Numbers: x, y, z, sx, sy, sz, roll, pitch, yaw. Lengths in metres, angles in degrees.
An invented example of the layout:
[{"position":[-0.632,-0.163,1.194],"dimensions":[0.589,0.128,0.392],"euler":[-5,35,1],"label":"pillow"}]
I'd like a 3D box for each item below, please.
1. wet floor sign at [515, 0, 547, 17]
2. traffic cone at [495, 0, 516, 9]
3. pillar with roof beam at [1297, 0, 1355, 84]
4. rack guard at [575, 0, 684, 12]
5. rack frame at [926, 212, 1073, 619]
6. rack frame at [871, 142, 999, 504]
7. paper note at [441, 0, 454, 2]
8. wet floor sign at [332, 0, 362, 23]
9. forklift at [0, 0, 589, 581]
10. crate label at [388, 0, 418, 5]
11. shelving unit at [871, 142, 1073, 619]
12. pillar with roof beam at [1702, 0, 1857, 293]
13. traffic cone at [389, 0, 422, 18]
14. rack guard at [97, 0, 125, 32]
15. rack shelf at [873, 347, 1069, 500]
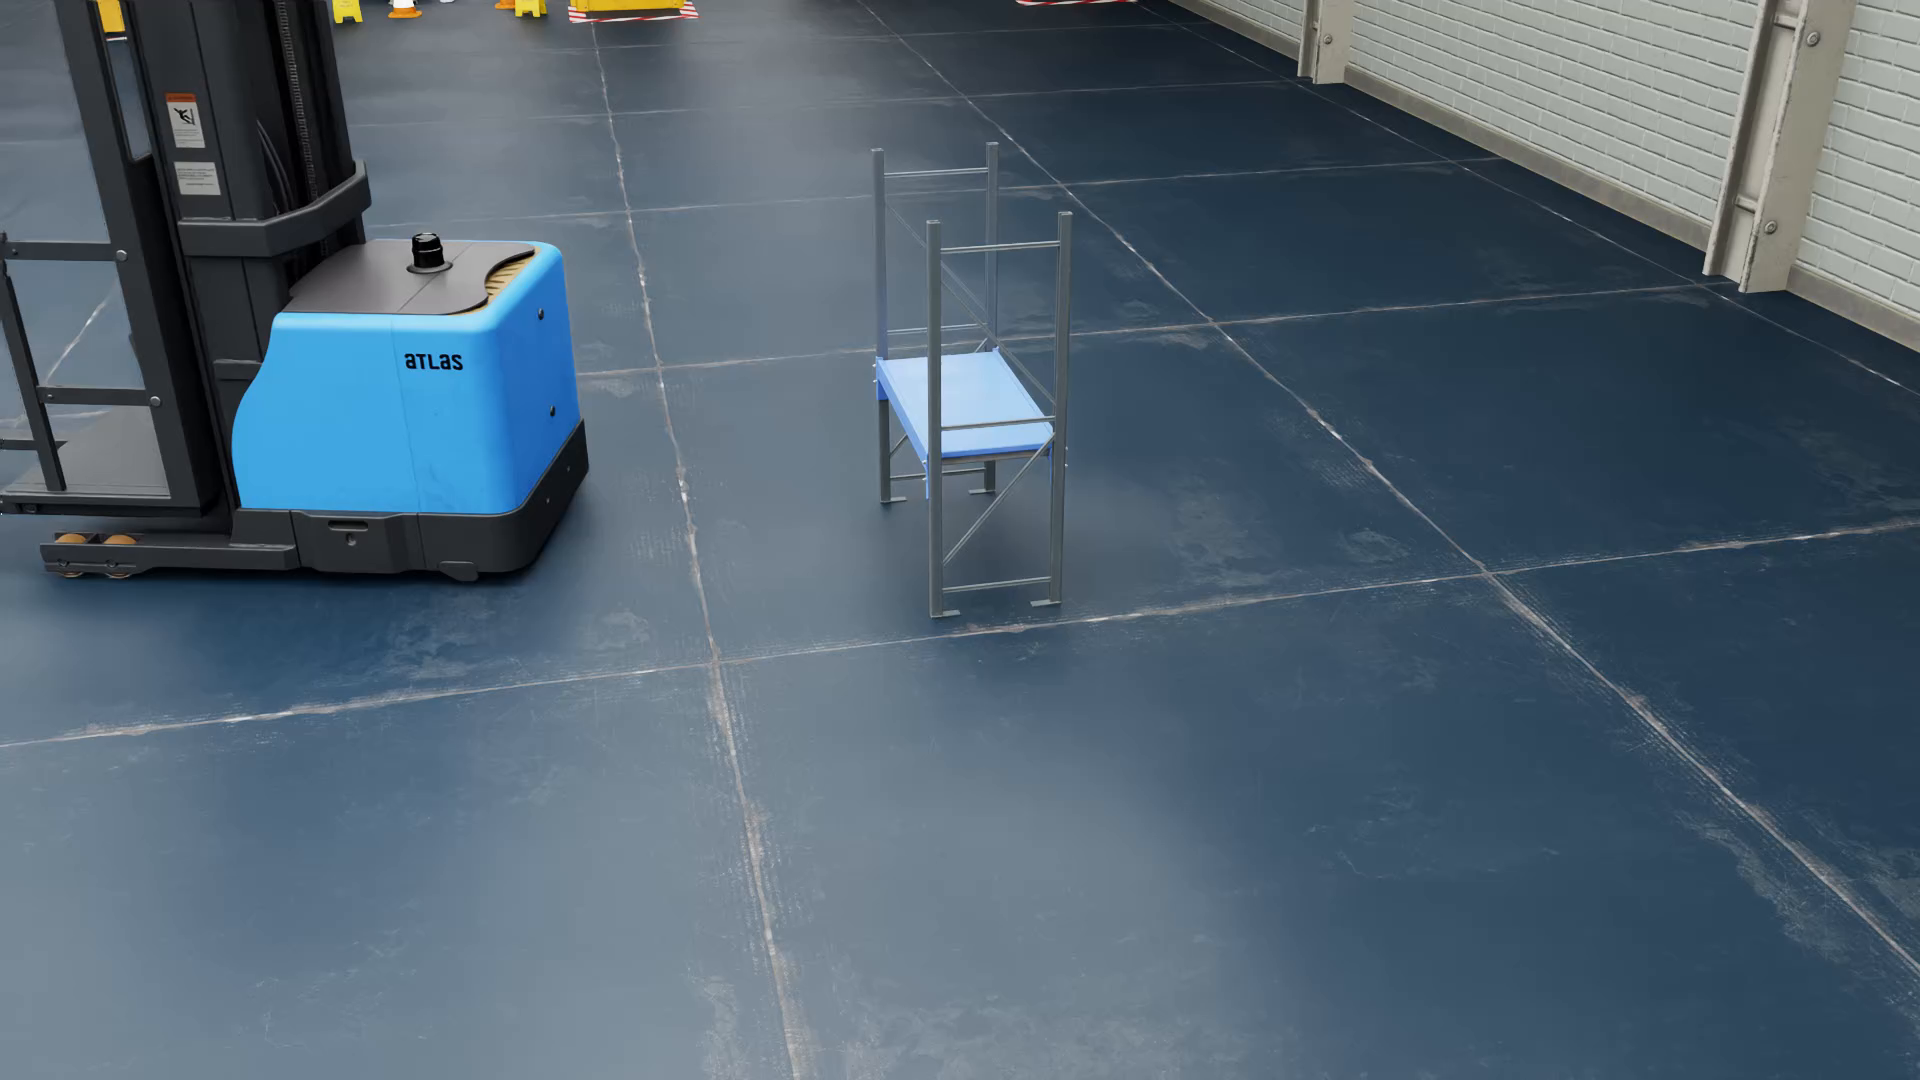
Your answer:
[{"position":[-4.647,-5.984,17.889],"dimensions":[0.267,0.644,0.232],"euler":[3,27,6],"label":"wet floor sign"},{"position":[-5.002,-6.152,18.425],"dimensions":[0.336,0.463,0.334],"euler":[-6,27,-12],"label":"traffic cone"},{"position":[-0.934,-7.737,12.091],"dimensions":[9.100,9.000,0.400],"euler":[-6,27,-12],"label":"pillar with roof beam"},{"position":[-3.665,-6.144,18.368],"dimensions":[1.175,0.500,0.348],"euler":[-6,27,-12],"label":"rack guard"},{"position":[0.134,-0.409,5.896],"dimensions":[0.500,1.500,0.032],"euler":[-6,27,-12],"label":"rack frame"},{"position":[-0.095,-0.855,6.780],"dimensions":[0.500,1.500,0.032],"euler":[-6,27,-12],"label":"rack frame"},{"position":[-5.800,-6.114,18.830],"dimensions":[0.148,0.019,0.142],"euler":[-16,31,-29],"label":"paper note"},{"position":[-6.512,-5.817,17.559],"dimensions":[0.267,0.644,0.232],"euler":[-11,29,-20],"label":"wet floor sign"},{"position":[-3.141,-1.394,6.259],"dimensions":[3.031,2.935,1.130],"euler":[2,27,3],"label":"forklift"},{"position":[-6.244,-6.083,18.651],"dimensions":[0.250,0.136,0.298],"euler":[-23,35,-38],"label":"crate label"},{"position":[0.019,-0.632,6.338],"dimensions":[0.538,1.500,1.048],"euler":[-6,27,-12],"label":"shelving unit"},{"position":[0.419,-5.103,6.873],"dimensions":[9.100,9.000,0.400],"euler":[-6,27,-12],"label":"pillar with roof beam"},{"position":[-6.006,-5.890,17.906],"dimensions":[0.336,0.463,0.334],"euler":[-6,27,-12],"label":"traffic cone"},{"position":[-8.442,-5.553,17.197],"dimensions":[1.175,0.500,0.348],"euler":[-6,27,-12],"label":"rack guard"},{"position":[0.019,-0.472,6.419],"dimensions":[0.538,0.185,1.000],"euler":[-6,27,-12],"label":"rack shelf"}]
